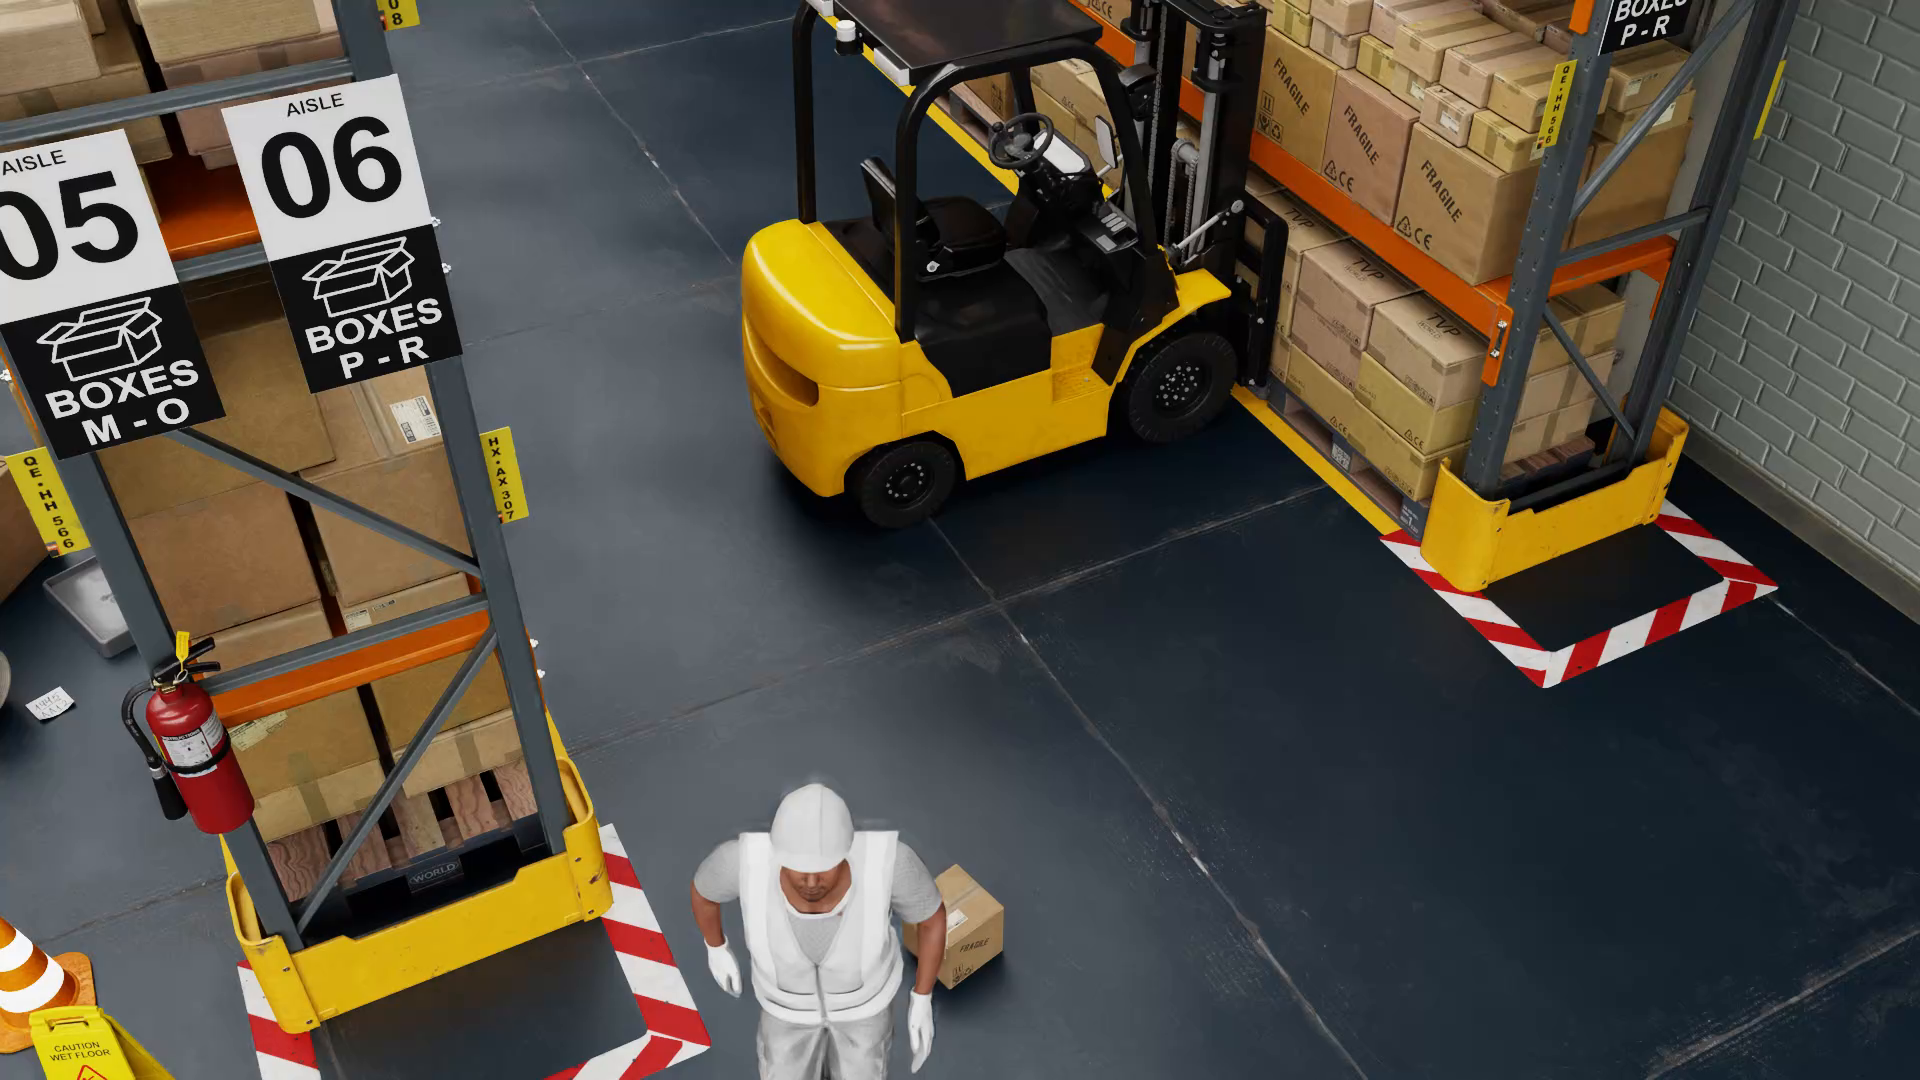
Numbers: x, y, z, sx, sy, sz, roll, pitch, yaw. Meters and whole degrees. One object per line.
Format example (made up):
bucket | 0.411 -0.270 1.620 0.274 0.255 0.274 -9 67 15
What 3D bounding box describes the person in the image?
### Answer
person | -0.391 1.246 4.744 0.711 1.718 0.575 -2 41 -2
